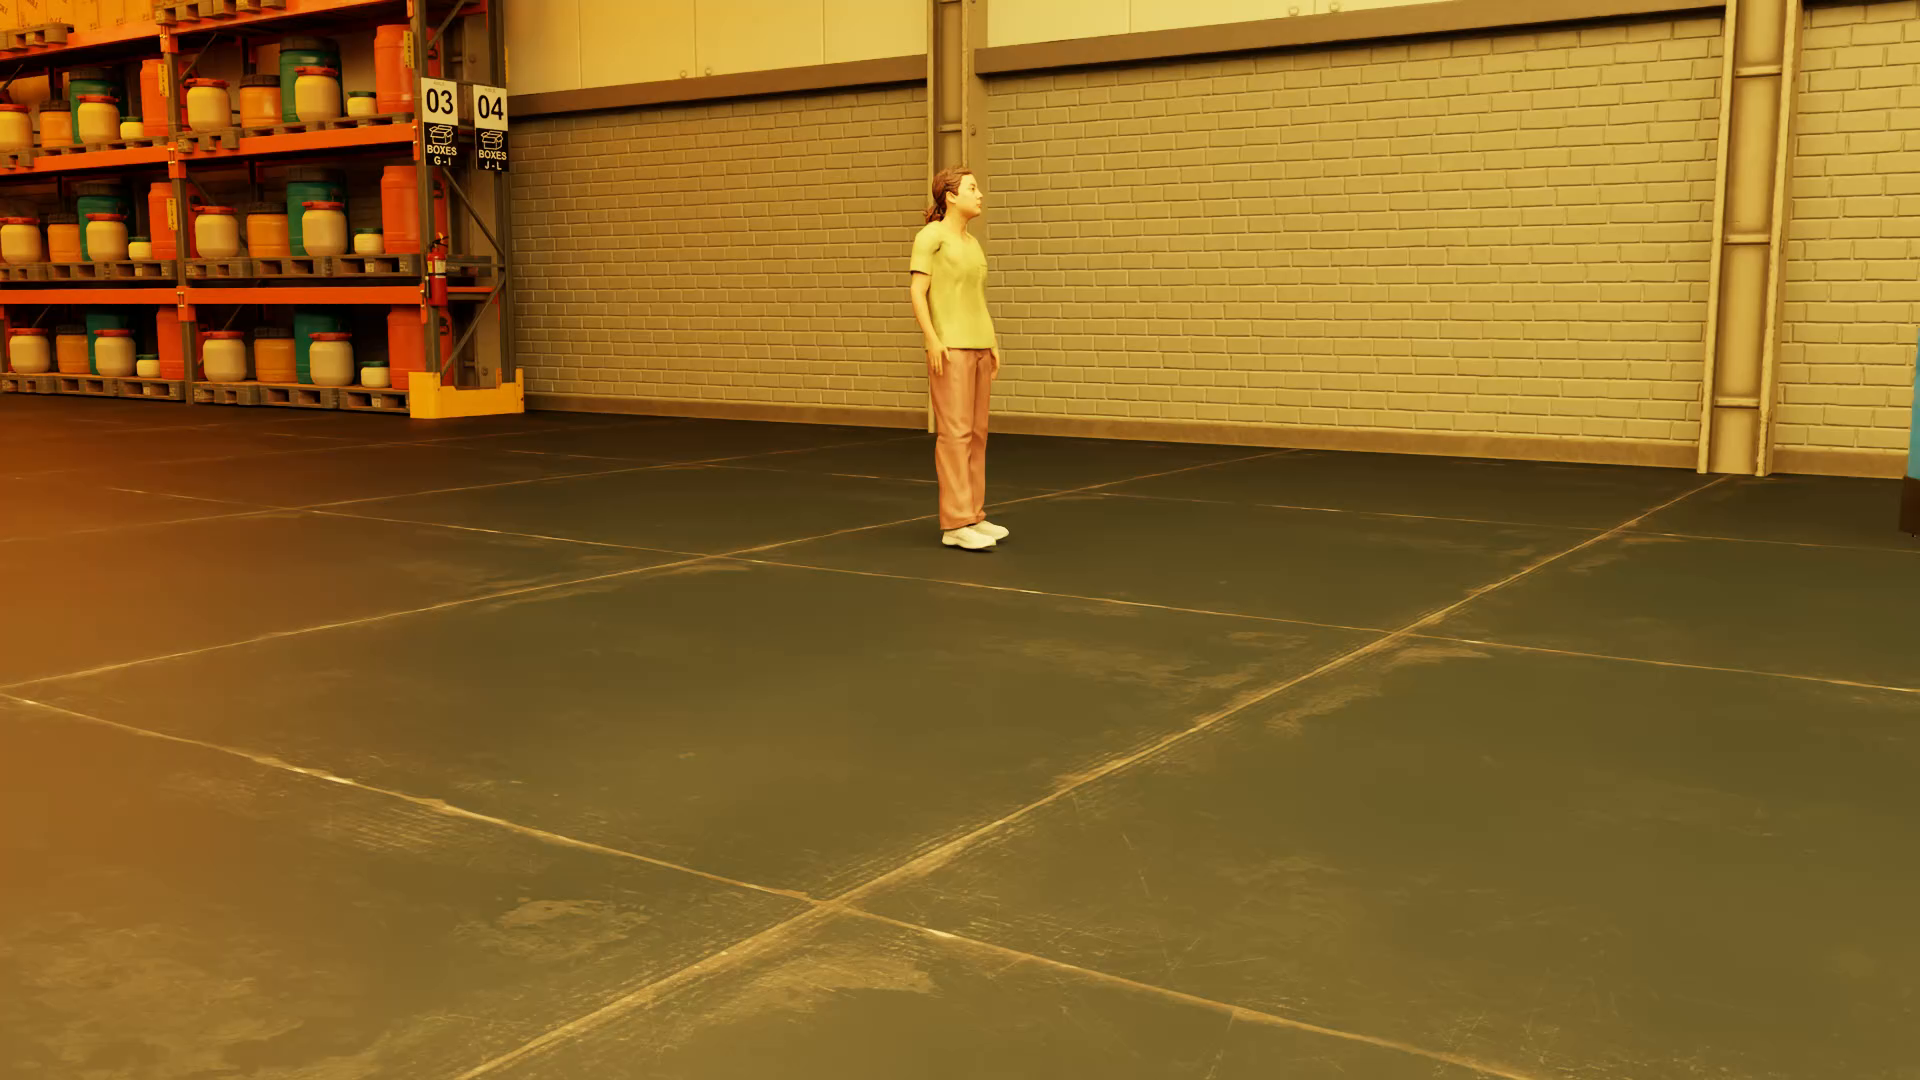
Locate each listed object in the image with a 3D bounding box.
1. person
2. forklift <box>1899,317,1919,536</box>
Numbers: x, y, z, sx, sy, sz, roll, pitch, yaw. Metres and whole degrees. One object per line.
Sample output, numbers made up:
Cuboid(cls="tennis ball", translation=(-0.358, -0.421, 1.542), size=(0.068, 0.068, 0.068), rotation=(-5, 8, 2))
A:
Cuboid(cls="person", translation=(0.055, -0.830, 7.434), size=(0.548, 1.673, 0.553), rotation=(5, 10, 34))
Cuboid(cls="forklift", translation=(5.629, -1.336, 6.589), size=(3.031, 2.935, 1.130), rotation=(1, 8, 7))
